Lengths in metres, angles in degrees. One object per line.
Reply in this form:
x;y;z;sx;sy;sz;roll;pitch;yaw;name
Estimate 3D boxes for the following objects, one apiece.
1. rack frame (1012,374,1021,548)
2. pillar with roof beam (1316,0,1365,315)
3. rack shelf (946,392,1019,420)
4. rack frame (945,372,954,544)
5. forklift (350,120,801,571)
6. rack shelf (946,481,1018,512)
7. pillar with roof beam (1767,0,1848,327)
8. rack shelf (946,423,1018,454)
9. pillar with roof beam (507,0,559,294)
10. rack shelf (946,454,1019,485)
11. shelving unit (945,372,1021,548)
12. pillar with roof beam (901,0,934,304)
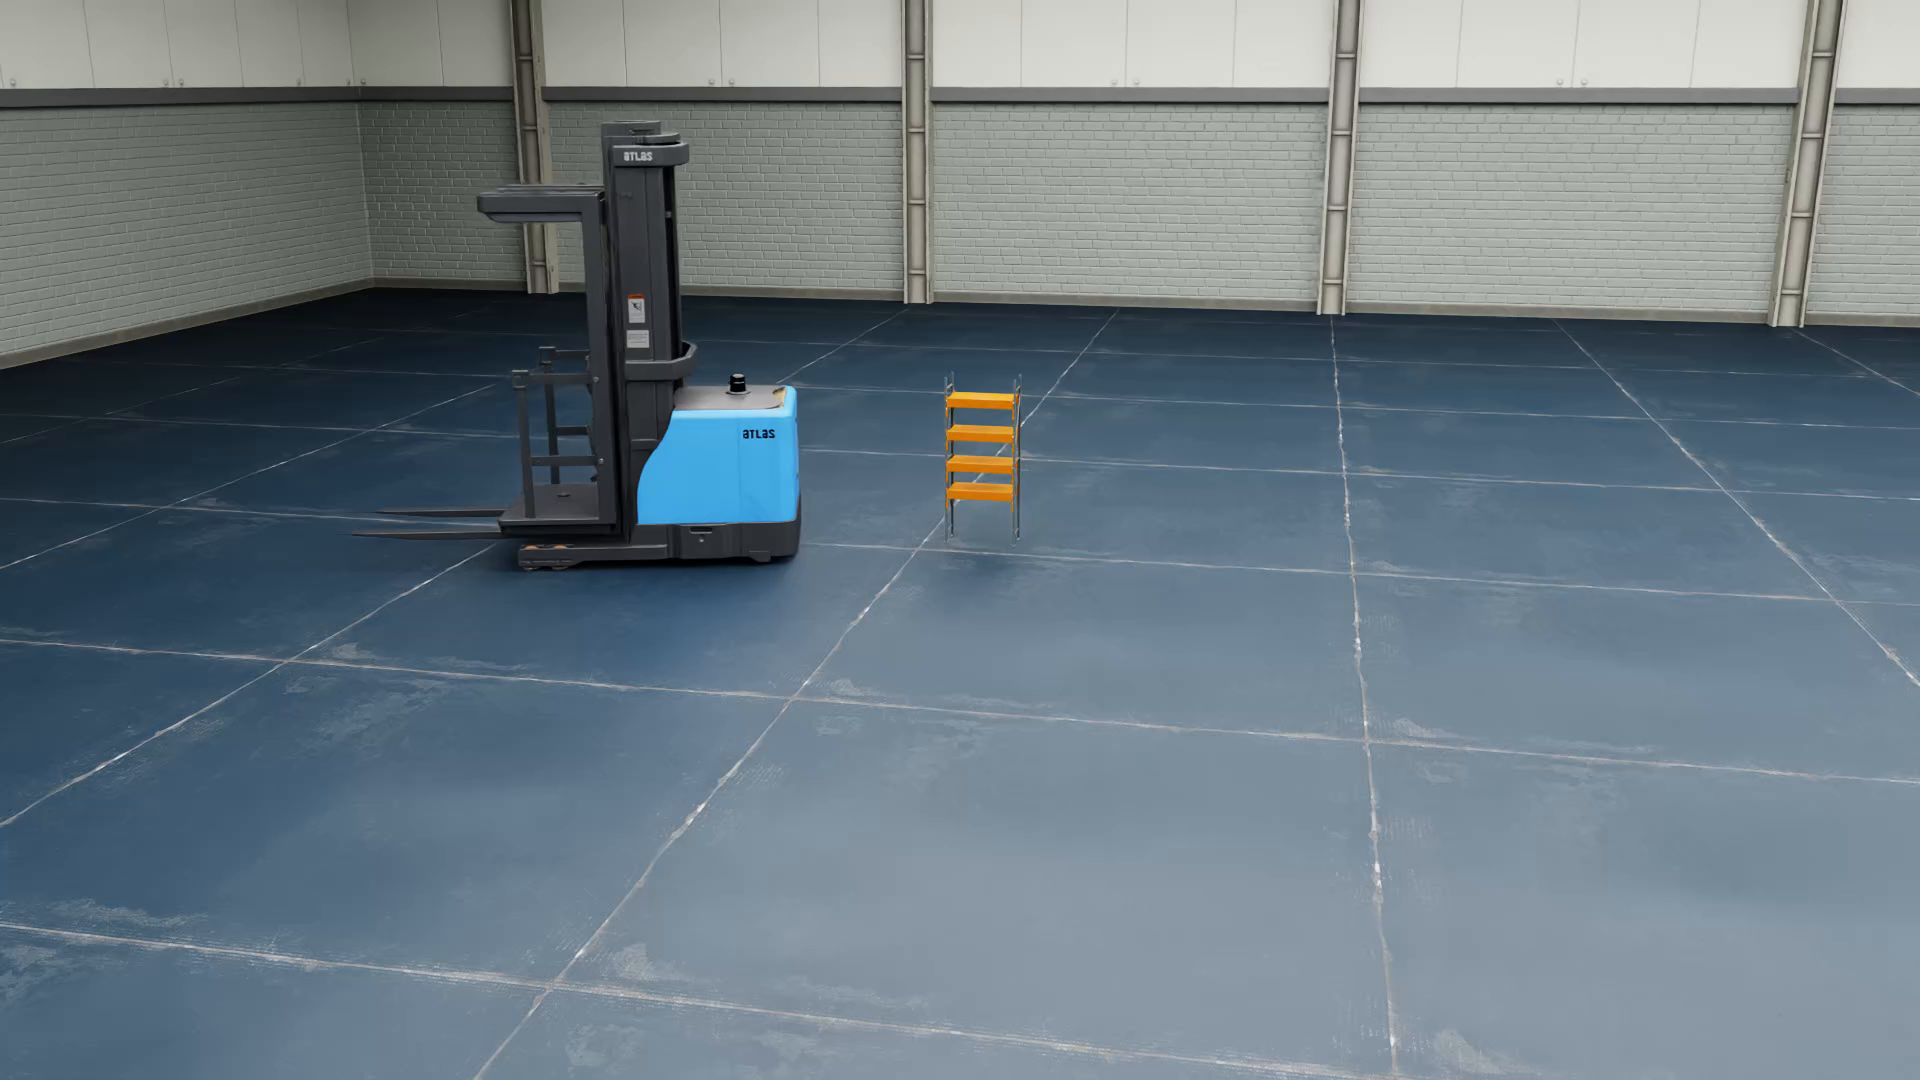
0.401;-0.556;11.753;0.015;1.200;0.240;3;16;11;rack frame
4.410;-6.433;18.359;0.400;9.000;9.100;3;16;11;pillar with roof beam
0.162;-0.948;11.695;0.480;0.148;0.258;3;16;11;rack shelf
-0.077;-0.582;11.847;0.015;1.200;0.240;3;16;11;rack frame
-2.654;-1.351;11.377;3.031;2.935;1.130;-1;16;-3;forklift
0.162;-0.313;11.871;0.480;0.148;0.258;3;16;11;rack shelf
10.289;-6.114;17.206;0.400;9.000;9.100;3;16;11;pillar with roof beam
0.162;-0.720;11.758;0.480;0.148;0.258;3;16;11;rack shelf
-7.350;-7.071;20.663;0.400;9.000;9.100;3;16;11;pillar with roof beam
0.162;-0.505;11.818;0.480;0.148;0.258;3;16;11;rack shelf
0.162;-0.569;11.800;0.503;1.200;0.258;3;16;11;shelving unit
-1.470;-6.752;19.511;0.400;9.000;9.100;3;16;11;pillar with roof beam
